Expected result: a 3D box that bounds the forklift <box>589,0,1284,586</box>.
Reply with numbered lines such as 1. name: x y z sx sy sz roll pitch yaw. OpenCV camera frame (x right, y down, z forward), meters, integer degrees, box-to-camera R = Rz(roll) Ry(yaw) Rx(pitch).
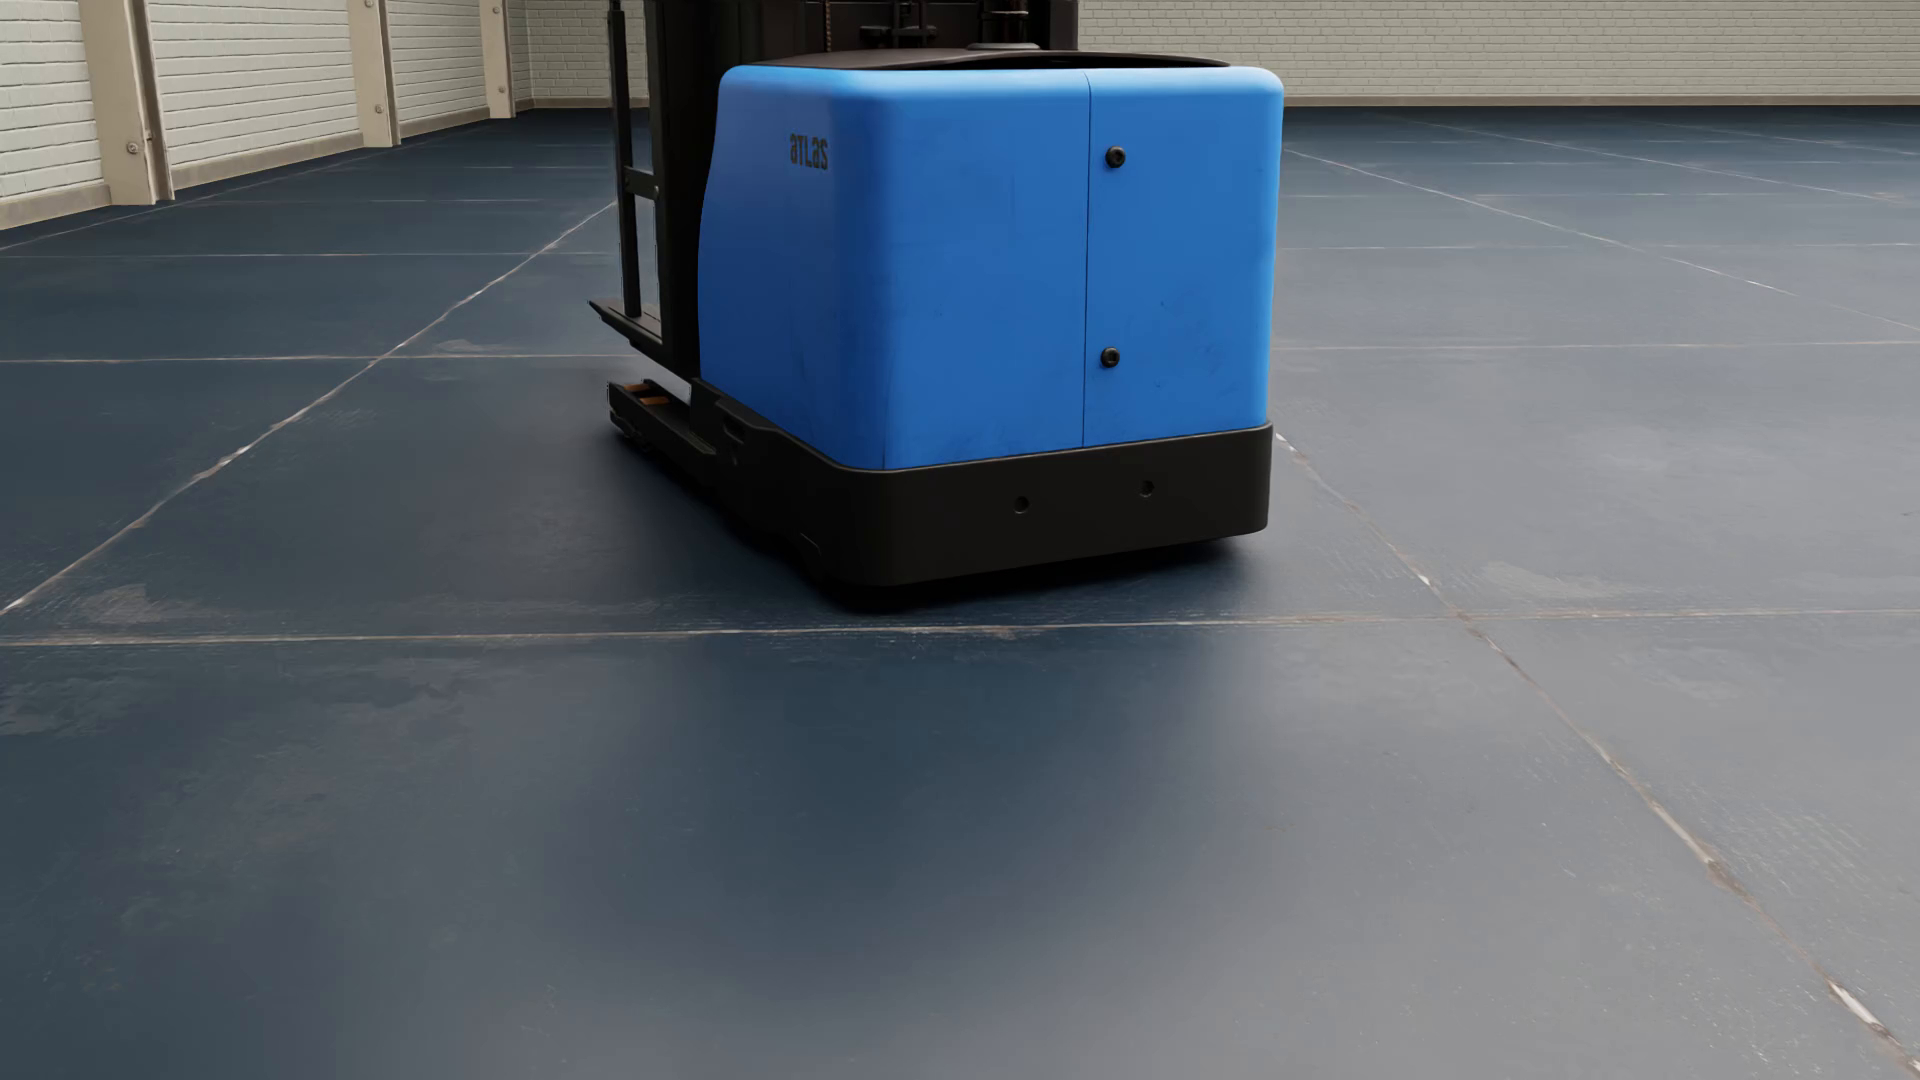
1. forklift: -0.382 -1.694 4.445 1.130 2.935 3.031 -8 19 -24
